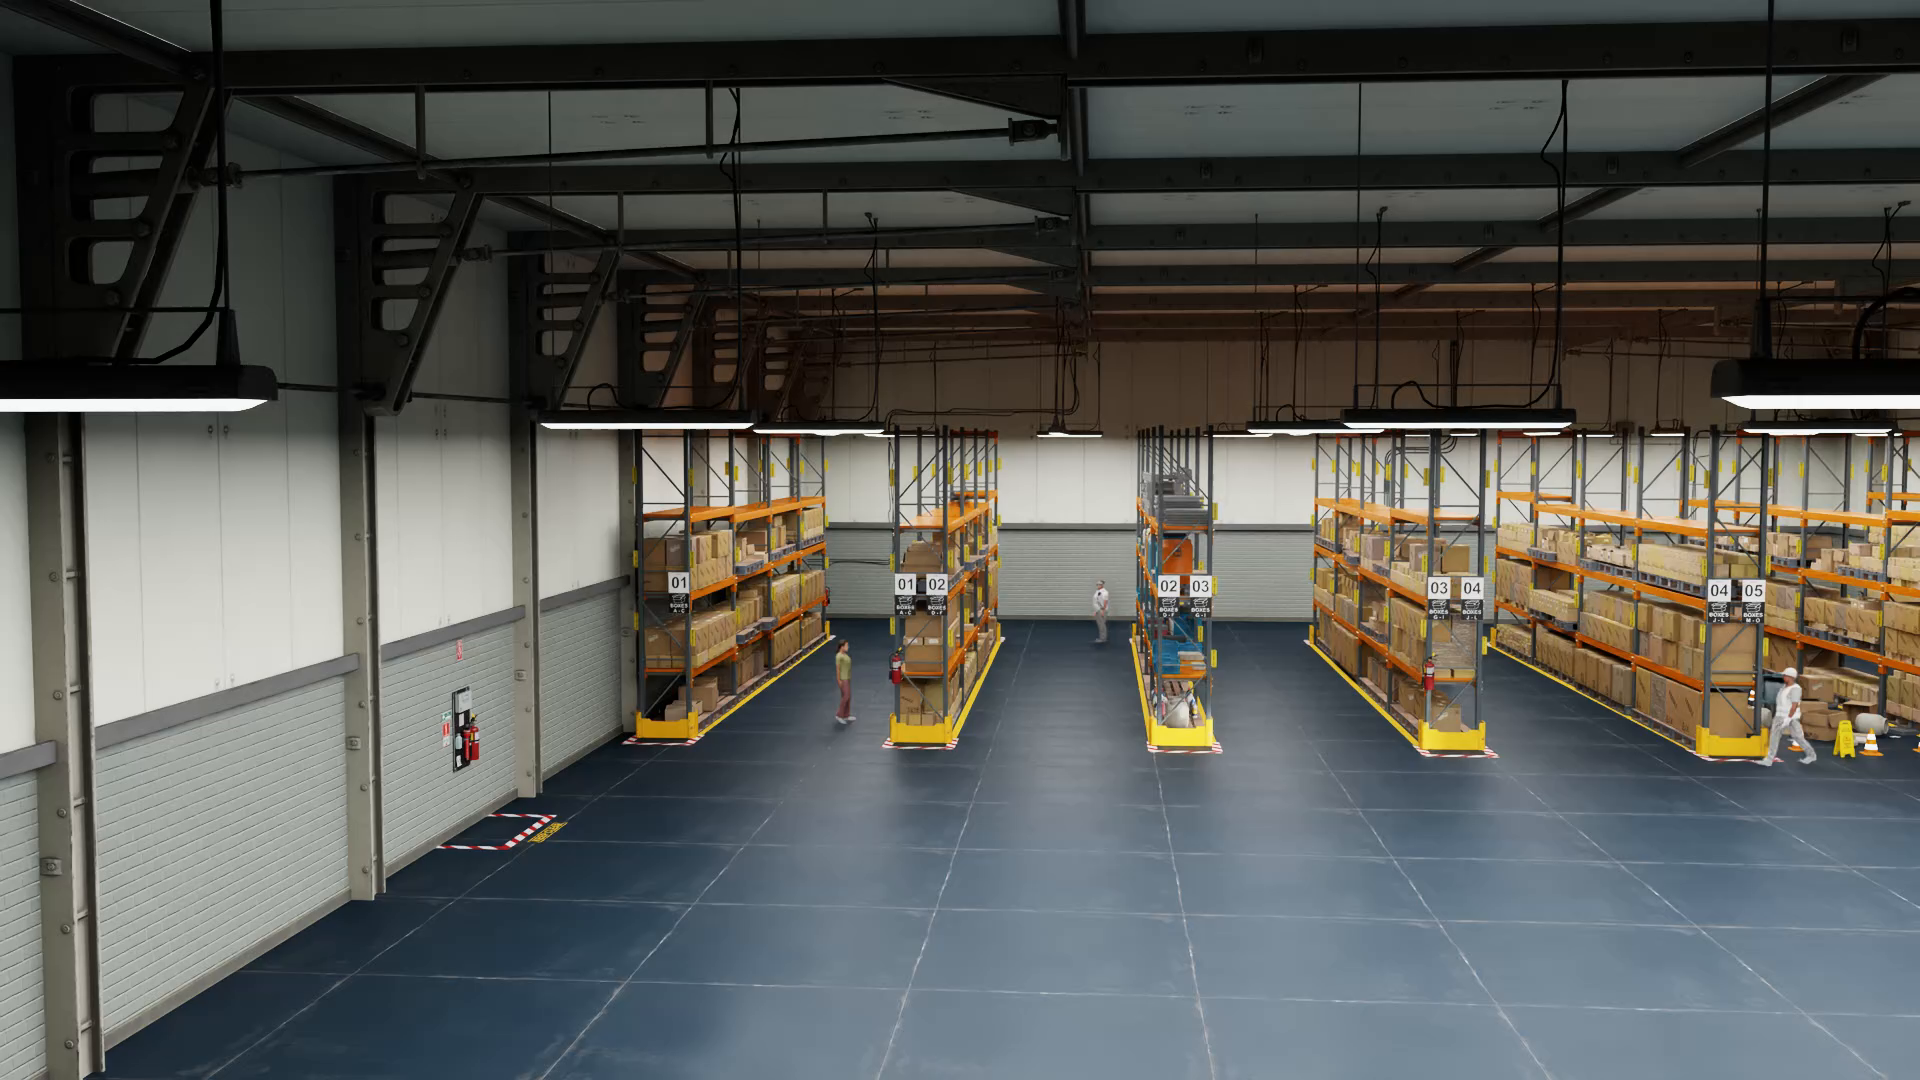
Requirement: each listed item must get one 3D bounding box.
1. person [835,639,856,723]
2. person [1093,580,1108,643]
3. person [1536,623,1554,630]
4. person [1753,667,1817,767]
[{"bbox_3d":[-2.345,2.862,33.847,0.417,1.694,0.497,1,4,12],"label":"person"},{"bbox_3d":[3.971,2.006,47.074,0.404,1.775,0.565,-1,4,-15],"label":"person"},{"bbox_3d":[17.085,1.930,48.736,0.681,1.690,0.588,-2,4,-30],"label":"person"},{"bbox_3d":[14.474,3.105,29.045,1.054,1.752,0.511,-1,4,-18],"label":"person"}]
